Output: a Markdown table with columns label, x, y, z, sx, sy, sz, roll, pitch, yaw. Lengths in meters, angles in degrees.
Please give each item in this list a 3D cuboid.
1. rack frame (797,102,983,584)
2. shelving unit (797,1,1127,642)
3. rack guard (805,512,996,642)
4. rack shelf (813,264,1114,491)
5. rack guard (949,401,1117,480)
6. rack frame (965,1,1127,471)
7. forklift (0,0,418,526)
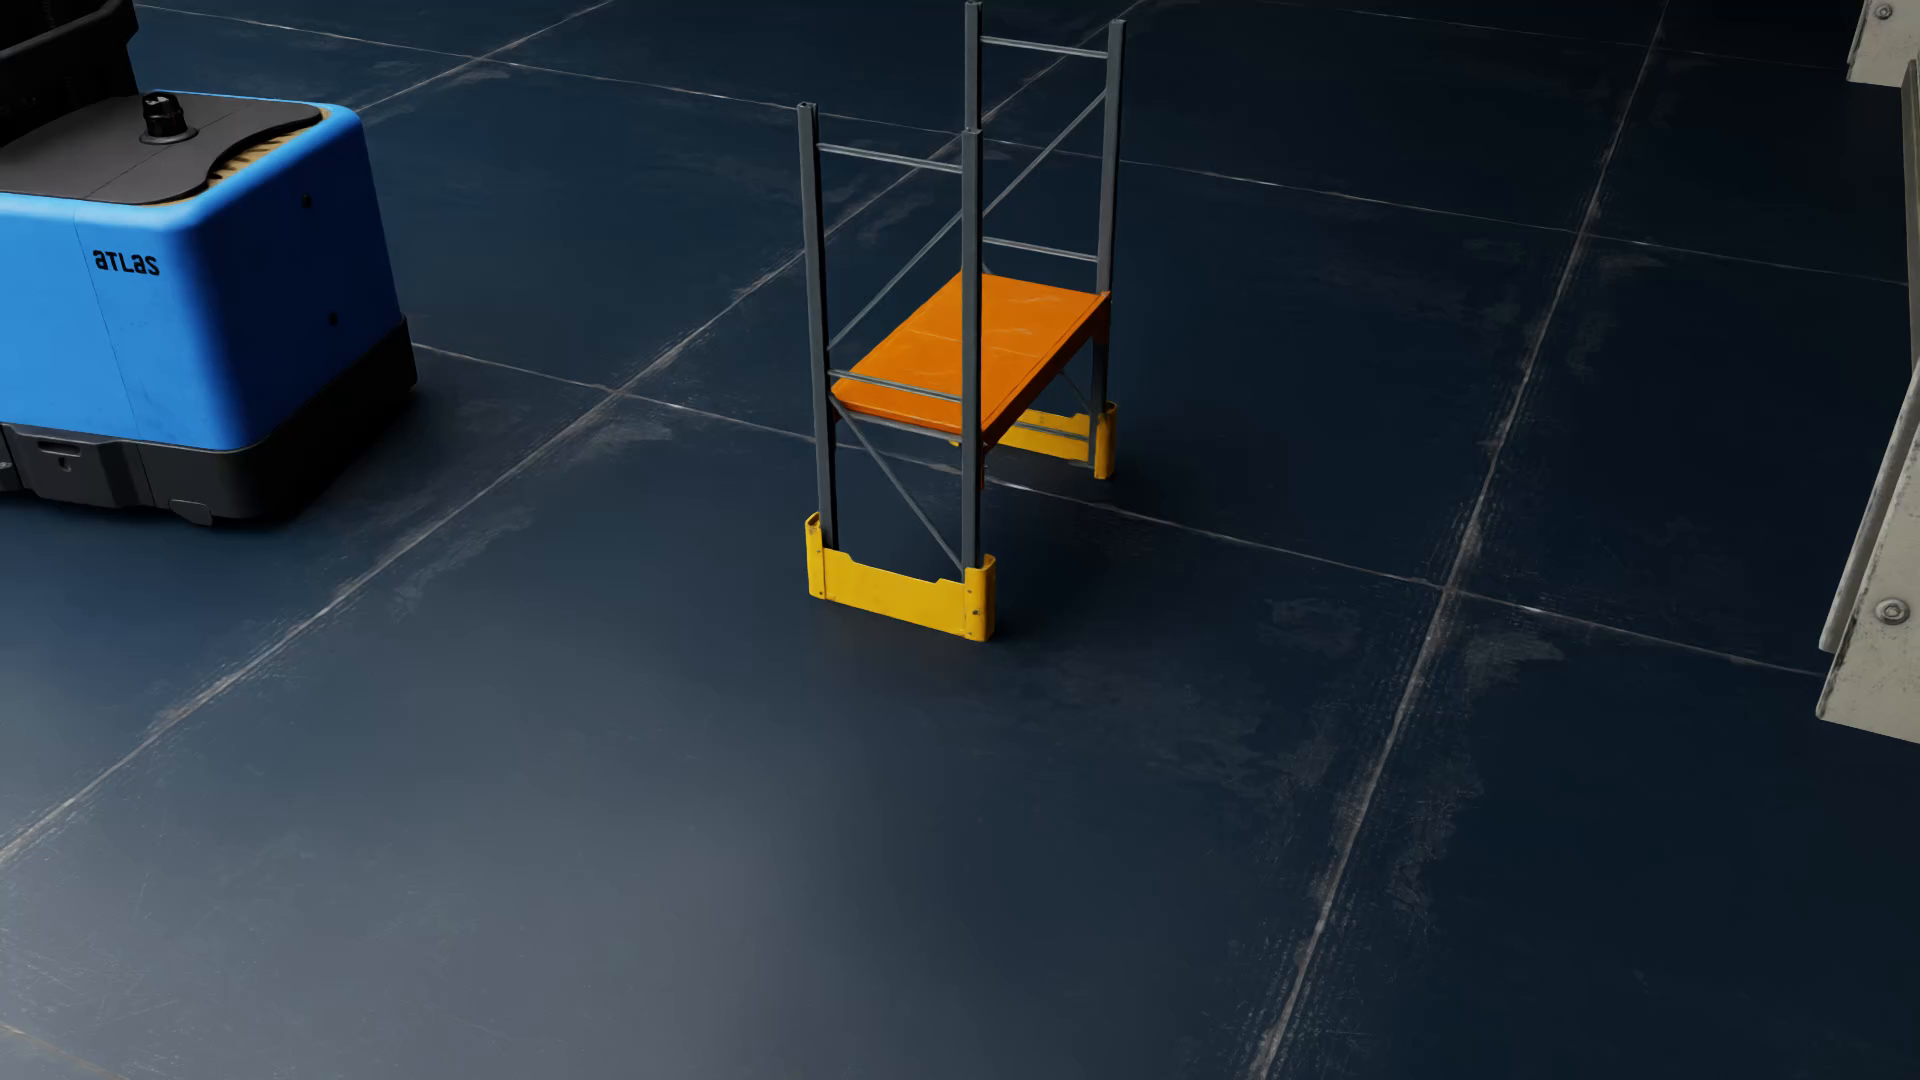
| label | x | y | z | sx | sy | sz | roll | pitch | yaw |
| --- | --- | --- | --- | --- | --- | --- | --- | --- | --- |
| rack frame | -0.177 | -0.417 | 4.517 | 0.500 | 1.500 | 0.032 | 14 | 36 | 20 |
| shelving unit | 0.032 | -0.665 | 4.897 | 0.587 | 1.500 | 1.083 | 14 | 36 | 20 |
| rack guard | -0.176 | 0.106 | 4.861 | 0.587 | 0.250 | 0.087 | 14 | 36 | 20 |
| rack shelf | 0.036 | -0.519 | 5.002 | 0.538 | 0.185 | 1.000 | 14 | 36 | 20 |
| rack guard | 0.240 | -0.391 | 5.618 | 0.587 | 0.250 | 0.087 | 14 | 36 | 20 |
| rack frame | 0.248 | -0.923 | 5.290 | 0.500 | 1.500 | 0.032 | 14 | 36 | 20 |
| forklift | -3.529 | -1.694 | 5.161 | 3.031 | 2.935 | 1.130 | 8 | 34 | 11 |
